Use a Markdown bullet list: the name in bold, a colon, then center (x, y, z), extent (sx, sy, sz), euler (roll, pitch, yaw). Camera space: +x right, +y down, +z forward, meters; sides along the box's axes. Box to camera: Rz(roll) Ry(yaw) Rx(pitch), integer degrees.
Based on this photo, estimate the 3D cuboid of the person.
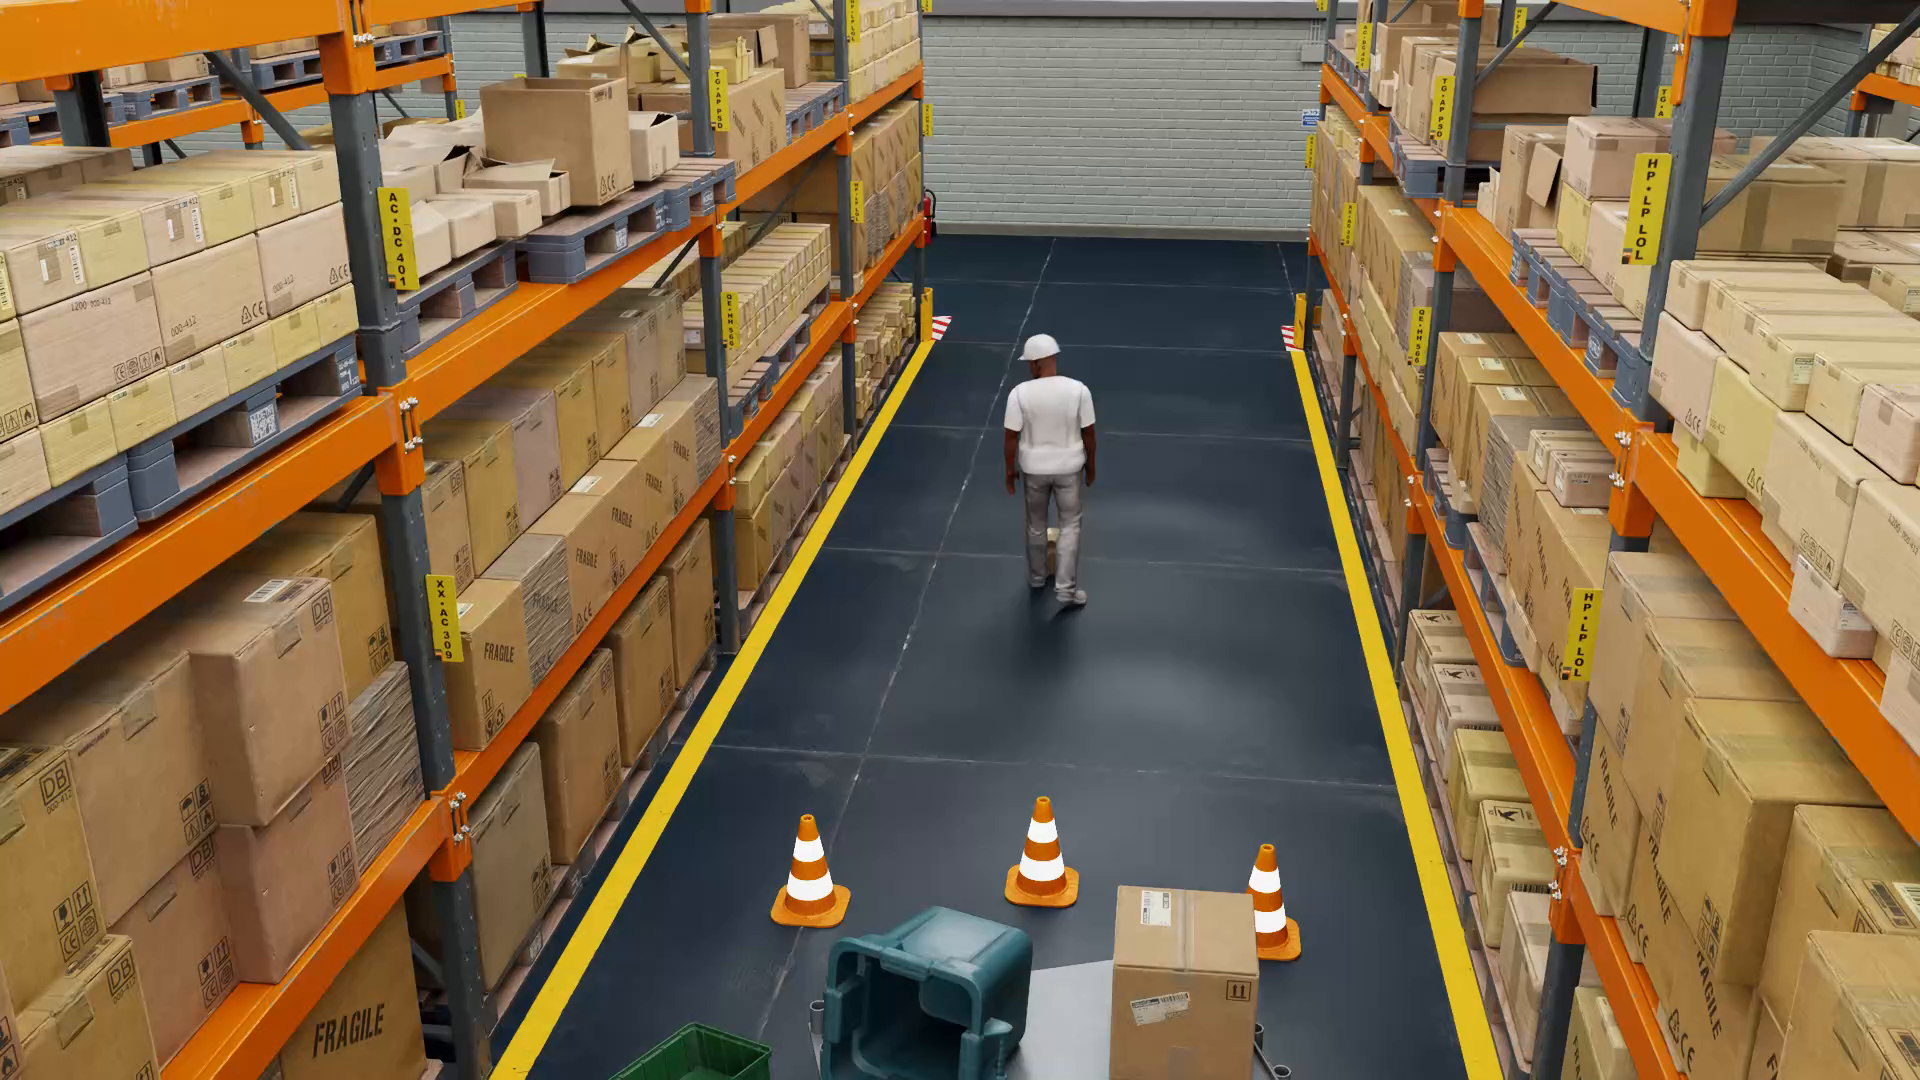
- **person**: center (0.577, -0.450, 10.755), extent (0.568, 1.795, 0.451), euler (3, 21, 8)
